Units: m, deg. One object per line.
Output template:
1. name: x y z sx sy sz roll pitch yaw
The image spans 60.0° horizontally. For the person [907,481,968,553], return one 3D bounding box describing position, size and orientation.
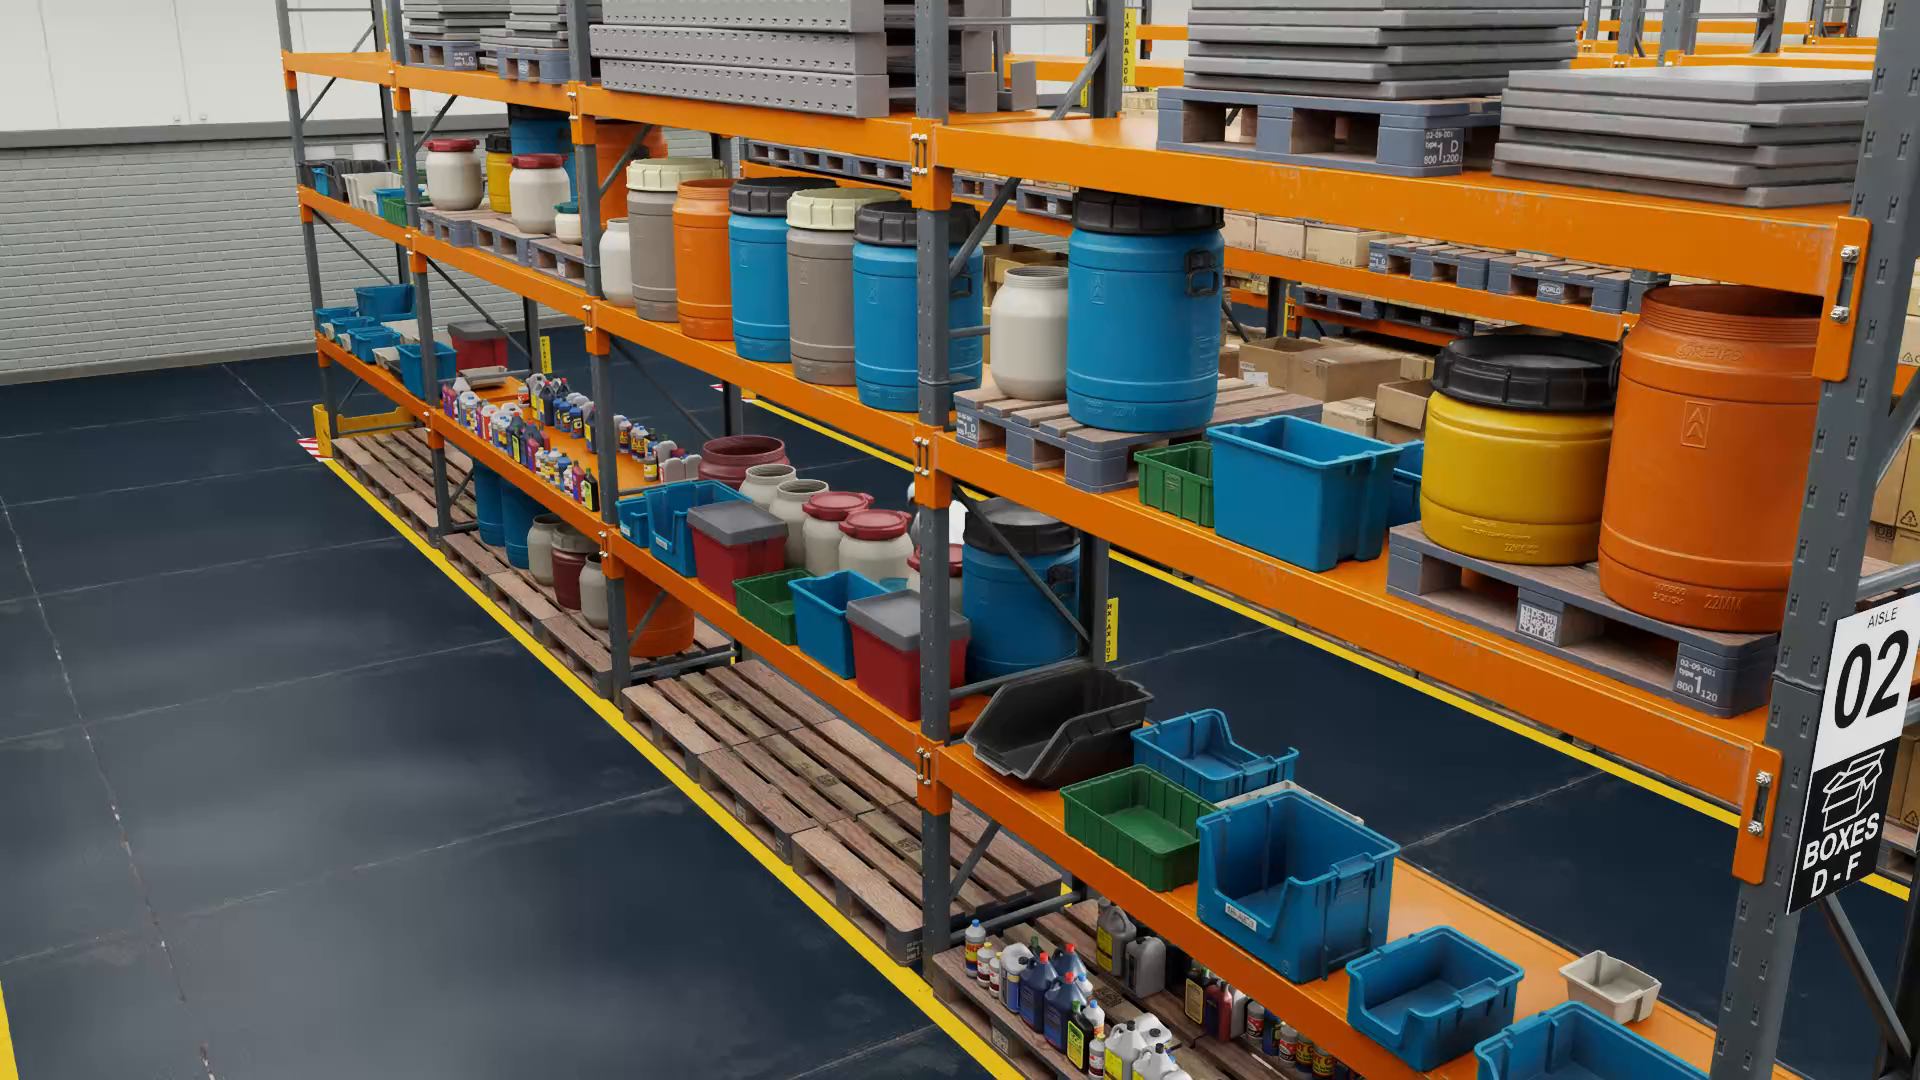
1. person: -0.106 0.060 13.089 0.523 1.011 0.883 -12 21 -32
